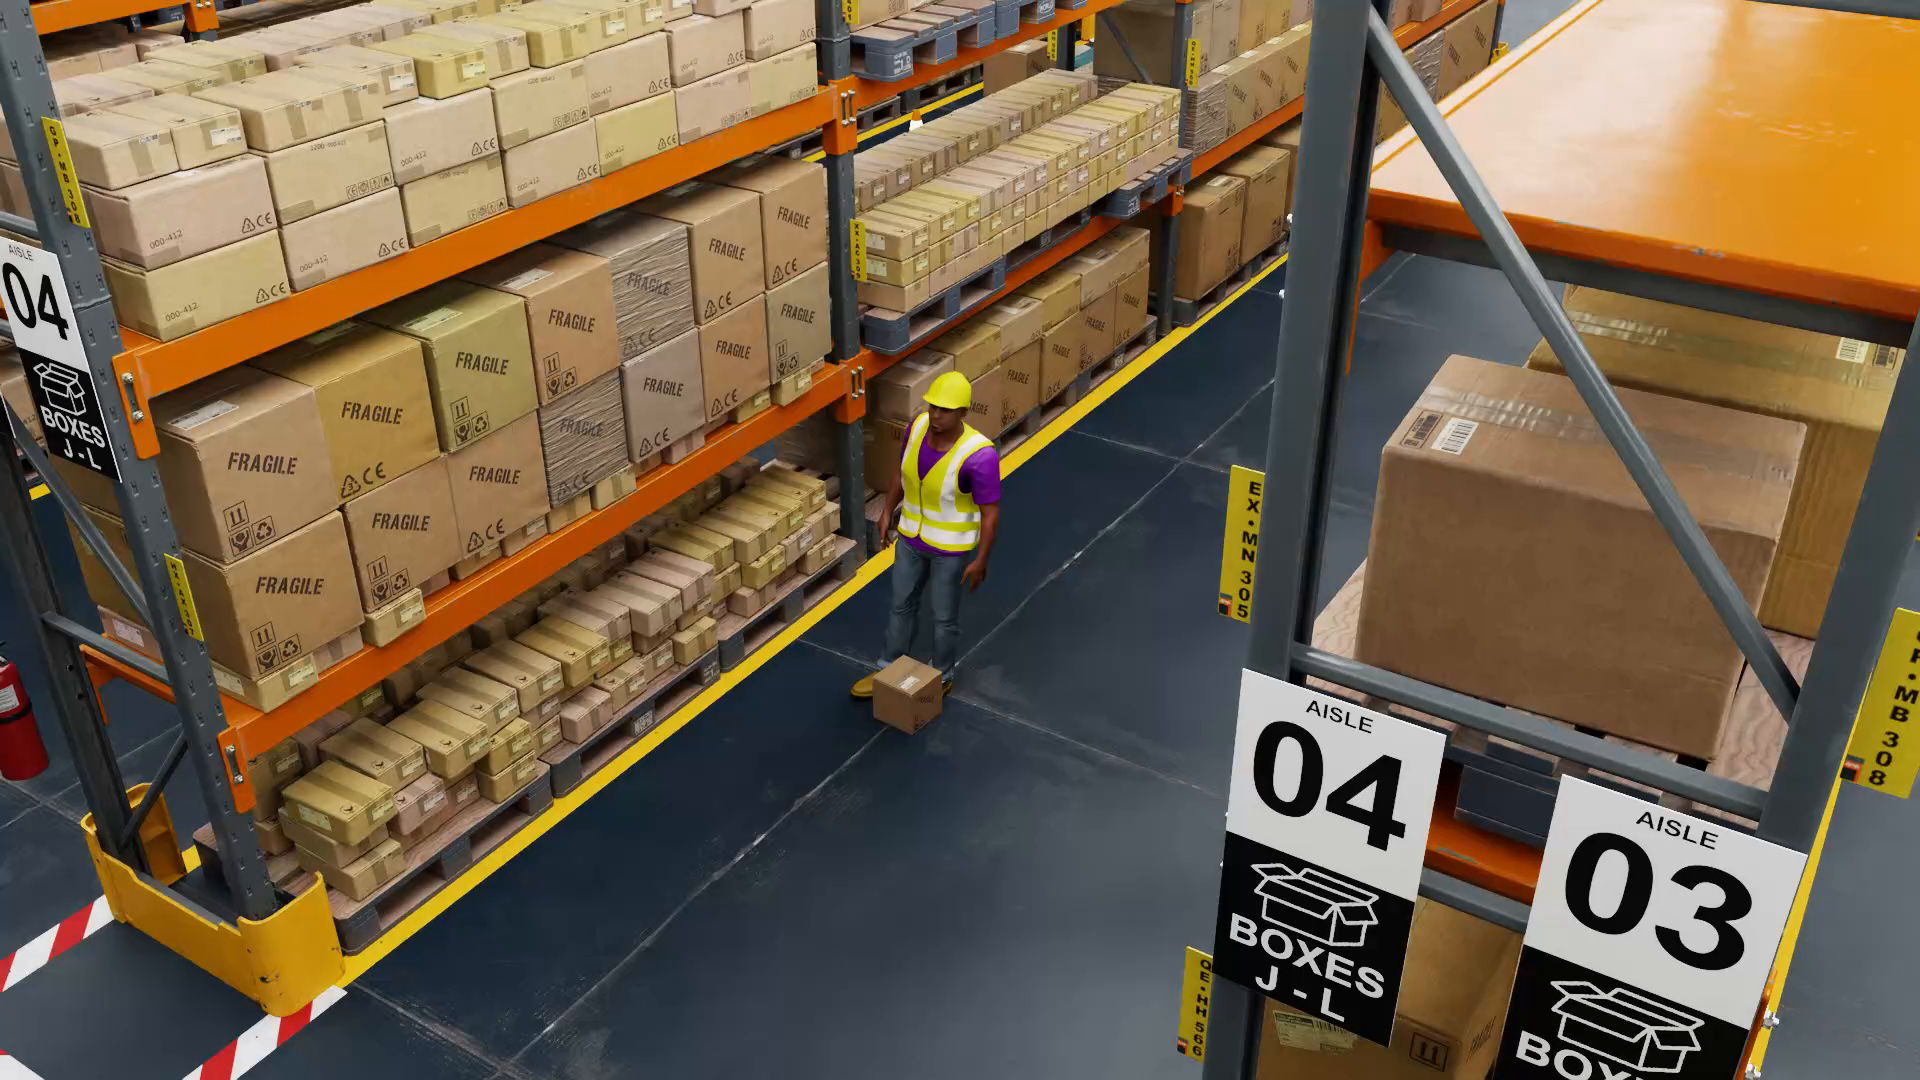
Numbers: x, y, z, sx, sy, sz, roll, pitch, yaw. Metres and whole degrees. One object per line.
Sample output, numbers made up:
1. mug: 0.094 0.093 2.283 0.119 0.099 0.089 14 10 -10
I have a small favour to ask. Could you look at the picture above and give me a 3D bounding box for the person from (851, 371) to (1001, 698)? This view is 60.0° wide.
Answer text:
1. person: -0.160 0.027 8.100 0.665 1.769 0.574 22 37 33
